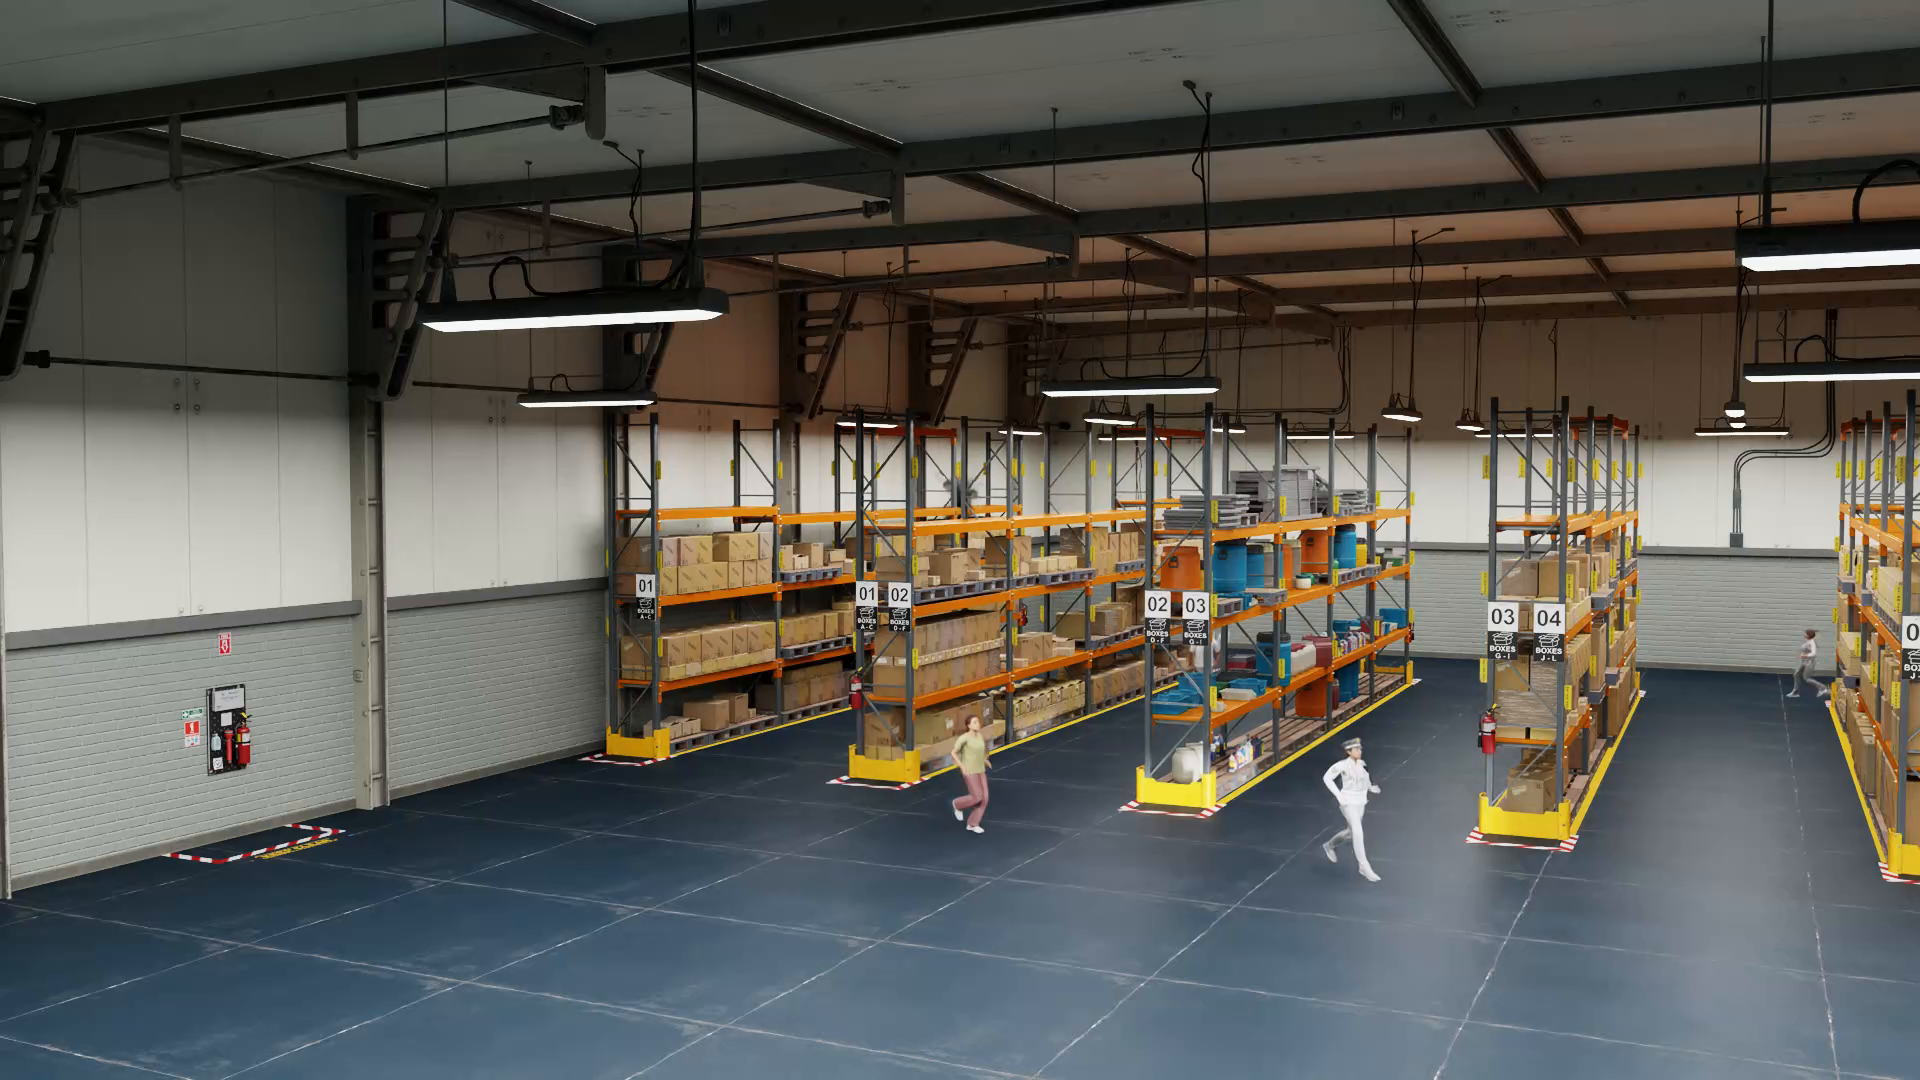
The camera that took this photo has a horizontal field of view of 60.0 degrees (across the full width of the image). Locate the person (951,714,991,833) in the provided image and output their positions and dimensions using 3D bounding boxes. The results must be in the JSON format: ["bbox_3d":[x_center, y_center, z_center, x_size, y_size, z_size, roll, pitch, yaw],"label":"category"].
[{"bbox_3d":[0.160,3.229,23.064,0.586,1.619,0.562,-2,3,-42],"label":"person"}]

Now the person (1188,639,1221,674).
[{"bbox_3d":[5.199,2.667,35.242,0.689,1.716,0.653,1,3,17],"label":"person"}]

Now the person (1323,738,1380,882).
[{"bbox_3d":[4.837,3.285,20.564,0.616,1.709,0.926,-2,3,-38],"label":"person"}]

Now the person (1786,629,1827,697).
[{"bbox_3d":[18.553,2.706,36.368,0.790,1.547,0.573,1,2,13],"label":"person"}]
